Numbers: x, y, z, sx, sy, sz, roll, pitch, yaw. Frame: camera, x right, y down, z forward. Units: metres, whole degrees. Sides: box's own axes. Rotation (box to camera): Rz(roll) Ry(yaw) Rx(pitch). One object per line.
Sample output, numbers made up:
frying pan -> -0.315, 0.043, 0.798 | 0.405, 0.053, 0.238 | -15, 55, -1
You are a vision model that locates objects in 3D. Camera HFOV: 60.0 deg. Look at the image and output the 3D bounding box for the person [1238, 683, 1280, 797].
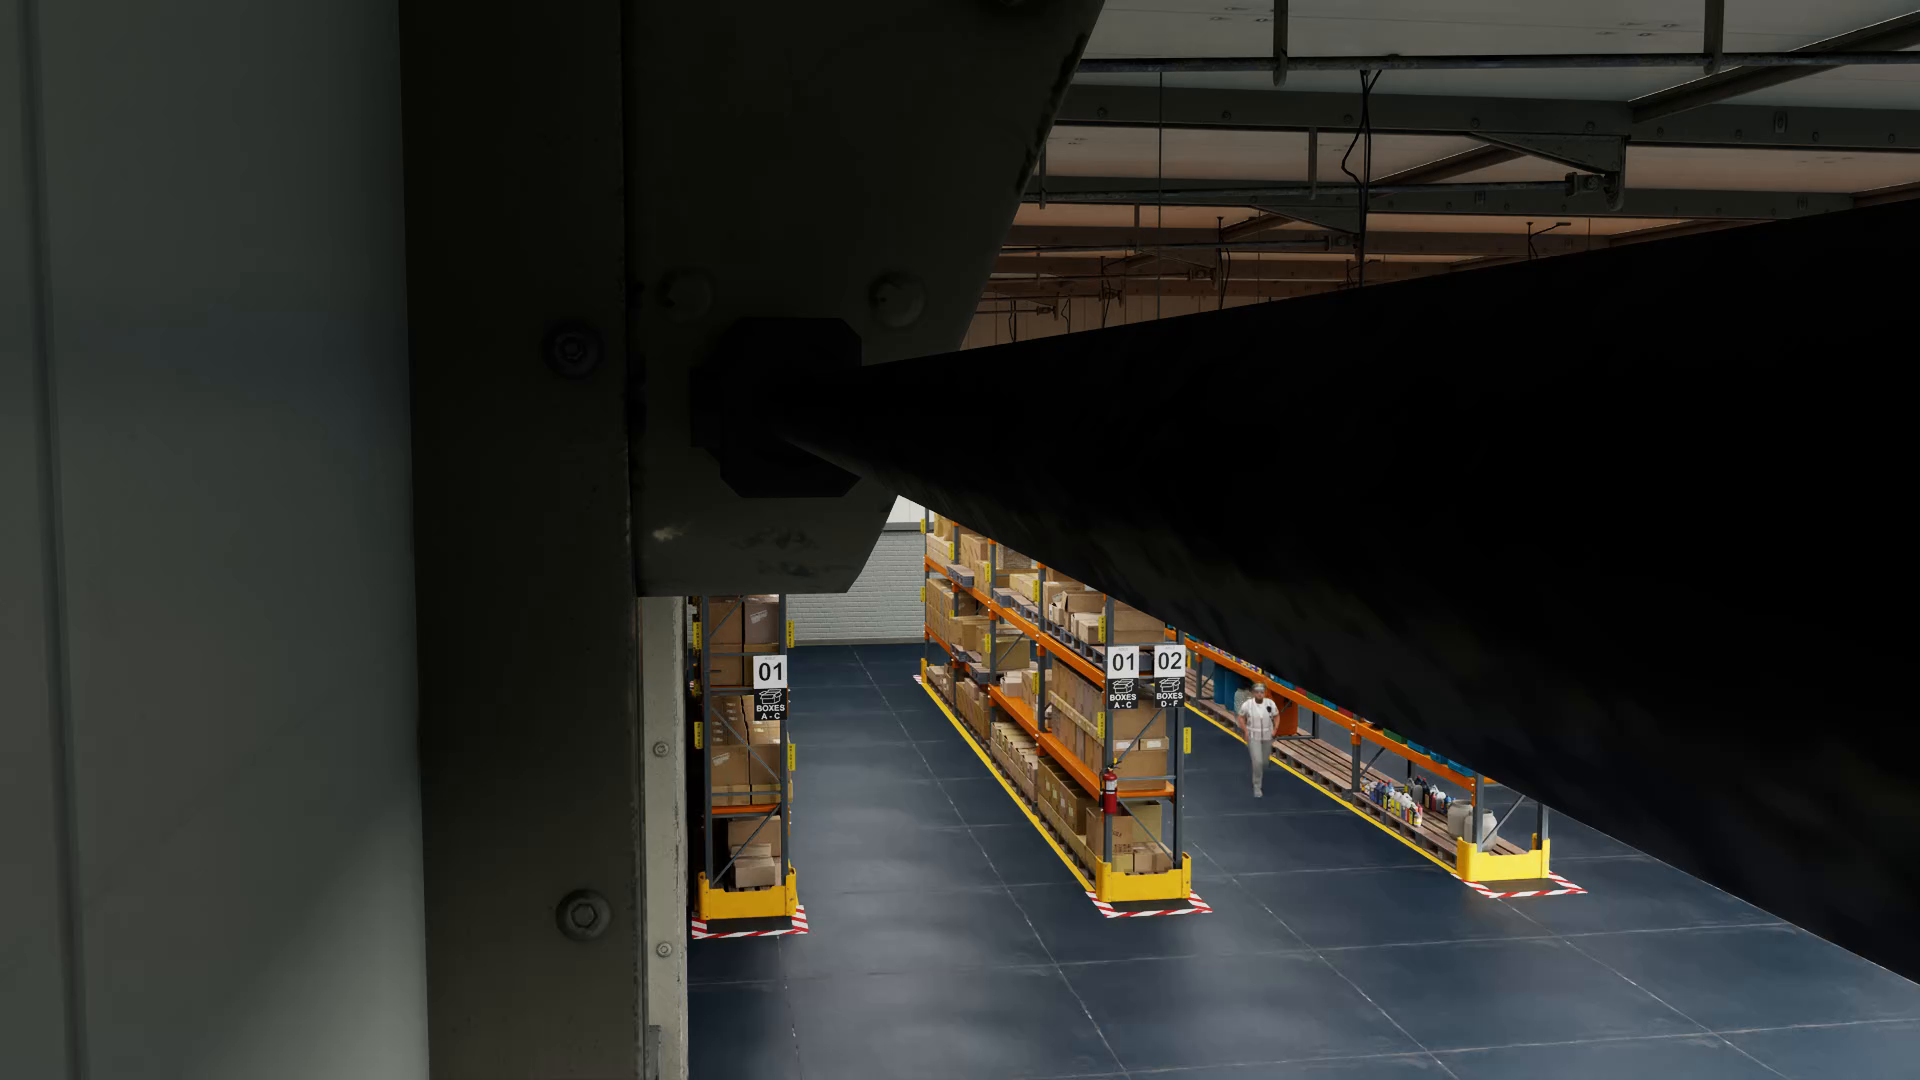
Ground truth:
person -> 4.753, 3.131, 26.457 | 0.661, 1.790, 0.805 | 0, 5, -3
